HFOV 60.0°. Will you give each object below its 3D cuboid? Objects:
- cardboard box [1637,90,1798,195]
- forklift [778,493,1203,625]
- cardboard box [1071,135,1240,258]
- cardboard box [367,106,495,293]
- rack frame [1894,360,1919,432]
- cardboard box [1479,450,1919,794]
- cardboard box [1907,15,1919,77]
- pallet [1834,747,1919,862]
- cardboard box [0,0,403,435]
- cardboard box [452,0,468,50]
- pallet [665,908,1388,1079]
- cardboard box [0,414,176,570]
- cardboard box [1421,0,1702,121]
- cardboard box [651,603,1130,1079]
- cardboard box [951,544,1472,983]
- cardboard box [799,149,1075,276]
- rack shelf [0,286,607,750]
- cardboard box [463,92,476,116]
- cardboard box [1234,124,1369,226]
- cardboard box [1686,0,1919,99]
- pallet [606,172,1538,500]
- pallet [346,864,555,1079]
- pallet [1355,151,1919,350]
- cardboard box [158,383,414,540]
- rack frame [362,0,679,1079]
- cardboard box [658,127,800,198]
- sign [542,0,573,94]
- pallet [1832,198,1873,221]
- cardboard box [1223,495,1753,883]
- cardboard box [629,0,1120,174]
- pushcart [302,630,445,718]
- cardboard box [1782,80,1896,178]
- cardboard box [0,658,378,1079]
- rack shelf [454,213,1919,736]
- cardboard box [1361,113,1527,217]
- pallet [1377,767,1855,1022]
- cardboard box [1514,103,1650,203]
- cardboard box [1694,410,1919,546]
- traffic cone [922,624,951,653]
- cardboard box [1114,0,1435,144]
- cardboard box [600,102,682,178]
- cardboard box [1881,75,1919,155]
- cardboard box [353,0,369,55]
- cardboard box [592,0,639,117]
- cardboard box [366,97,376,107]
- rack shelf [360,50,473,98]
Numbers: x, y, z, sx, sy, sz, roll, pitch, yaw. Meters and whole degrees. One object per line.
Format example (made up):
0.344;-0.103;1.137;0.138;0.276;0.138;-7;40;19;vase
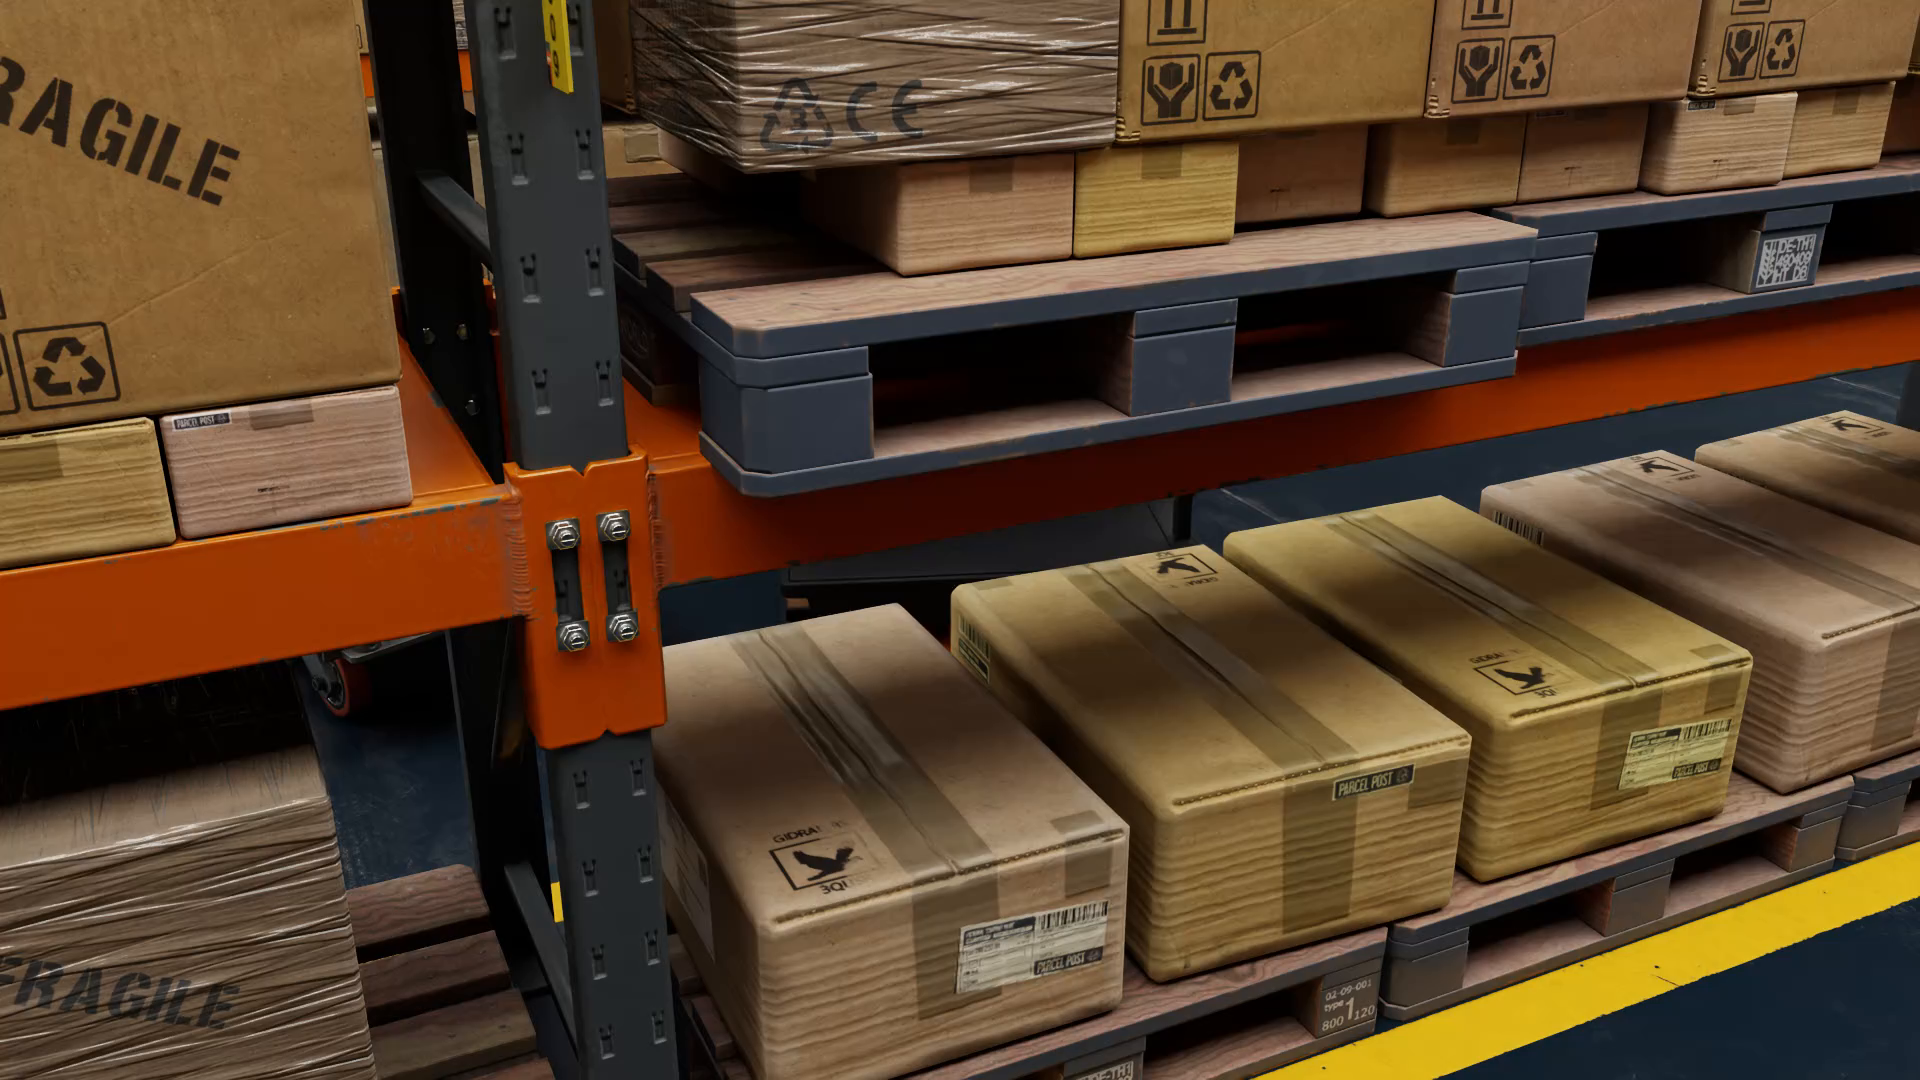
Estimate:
1.146;-0.693;2.782;0.250;0.149;0.380;-9;24;-22;cardboard box
0.058;-1.115;4.111;1.130;2.935;3.031;-2;23;-5;forklift
0.188;-0.525;2.376;0.250;0.149;0.380;-10;24;-23;cardboard box
-2.393;-1.403;7.111;0.750;0.750;1.050;-11;25;-24;cardboard box
2.928;-1.089;3.960;0.127;3.000;1.000;-10;25;-24;rack frame
1.754;0.146;3.861;0.625;0.372;0.950;-11;25;-25;cardboard box
1.724;-1.122;2.970;0.500;0.500;0.500;-12;25;-27;cardboard box
2.224;0.328;4.181;1.213;0.211;1.003;-10;25;-24;pallet
-0.968;-0.450;1.896;0.500;0.500;0.500;-11;25;-25;cardboard box
-1.868;-2.240;6.608;0.500;0.500;0.500;-10;25;-23;cardboard box
0.025;0.733;3.203;1.213;0.211;1.003;-10;25;-24;pallet
-1.055;-0.108;1.917;0.250;0.149;0.380;-10;24;-22;cardboard box
0.774;-0.943;2.537;0.500;0.500;0.500;-11;25;-24;cardboard box
-0.204;0.506;2.991;0.625;0.372;0.950;-10;25;-23;cardboard box
0.442;0.386;3.282;0.625;0.372;0.950;-9;24;-20;cardboard box
-0.041;-0.487;2.283;0.250;0.149;0.380;-10;25;-23;cardboard box
-2.478;0.238;1.693;4.000;0.370;1.077;-10;25;-24;rack shelf
-3.469;-3.149;11.629;0.500;0.500;0.700;-13;26;-28;cardboard box
0.410;-0.598;2.553;0.250;0.149;0.380;-9;24;-20;cardboard box
1.232;-1.032;2.752;0.500;0.500;0.500;-12;25;-26;cardboard box
0.076;-0.414;2.579;1.213;0.211;1.003;-10;25;-24;pallet
-1.266;0.986;2.592;1.213;0.211;1.003;-10;25;-24;pallet
1.163;-0.658;3.169;1.213;0.211;1.003;-10;25;-24;pallet
-0.833;-0.151;2.022;0.250;0.149;0.380;-11;25;-24;cardboard box
-0.676;-0.426;2.357;0.127;3.000;1.000;-10;25;-24;rack frame
-0.332;-0.684;2.760;0.250;0.149;0.380;-10;25;-23;cardboard box
-0.434;-0.640;1.742;0.005;0.325;0.100;-10;25;-24;sign
2.333;-0.846;3.622;1.003;0.211;1.213;-10;25;-24;pallet
1.068;0.270;3.562;0.625;0.372;0.950;-10;24;-22;cardboard box
-0.129;-0.782;2.150;0.500;0.500;0.500;-10;24;-22;cardboard box
-1.710;0.008;4.736;1.648;0.377;0.936;20;30;40;pushcart
1.373;-0.747;2.913;0.250;0.149;0.380;-11;25;-25;cardboard box
-1.092;0.495;2.198;0.500;0.500;0.500;-11;25;-24;cardboard box
1.126;-0.425;3.296;4.000;0.370;1.077;-10;25;-24;rack shelf
0.660;-0.627;2.621;0.250;0.149;0.380;-10;25;-23;cardboard box
1.126;0.529;3.696;1.213;0.211;1.003;-10;25;-24;pallet
0.884;-0.667;2.719;0.250;0.149;0.380;-10;25;-23;cardboard box
2.415;0.021;4.164;0.625;0.372;0.950;-12;25;-27;cardboard box
-0.166;0.058;4.504;0.334;0.463;0.336;-10;25;-24;traffic cone
0.322;-0.866;2.351;0.500;0.500;0.500;-10;25;-23;cardboard box
-1.522;-1.562;7.494;0.750;0.750;1.050;-10;25;-24;cardboard box
1.564;-0.817;3.082;0.250;0.149;0.380;-10;25;-23;cardboard box
-2.323;-2.156;6.405;0.500;0.500;0.500;-10;25;-23;cardboard box
-0.359;-0.959;2.577;0.500;0.500;0.500;-11;25;-25;cardboard box
-3.973;-3.056;11.405;0.500;0.500;0.700;-11;25;-24;cardboard box
-1.112;-2.114;7.376;4.000;0.370;1.077;-10;25;-24;rack shelf
